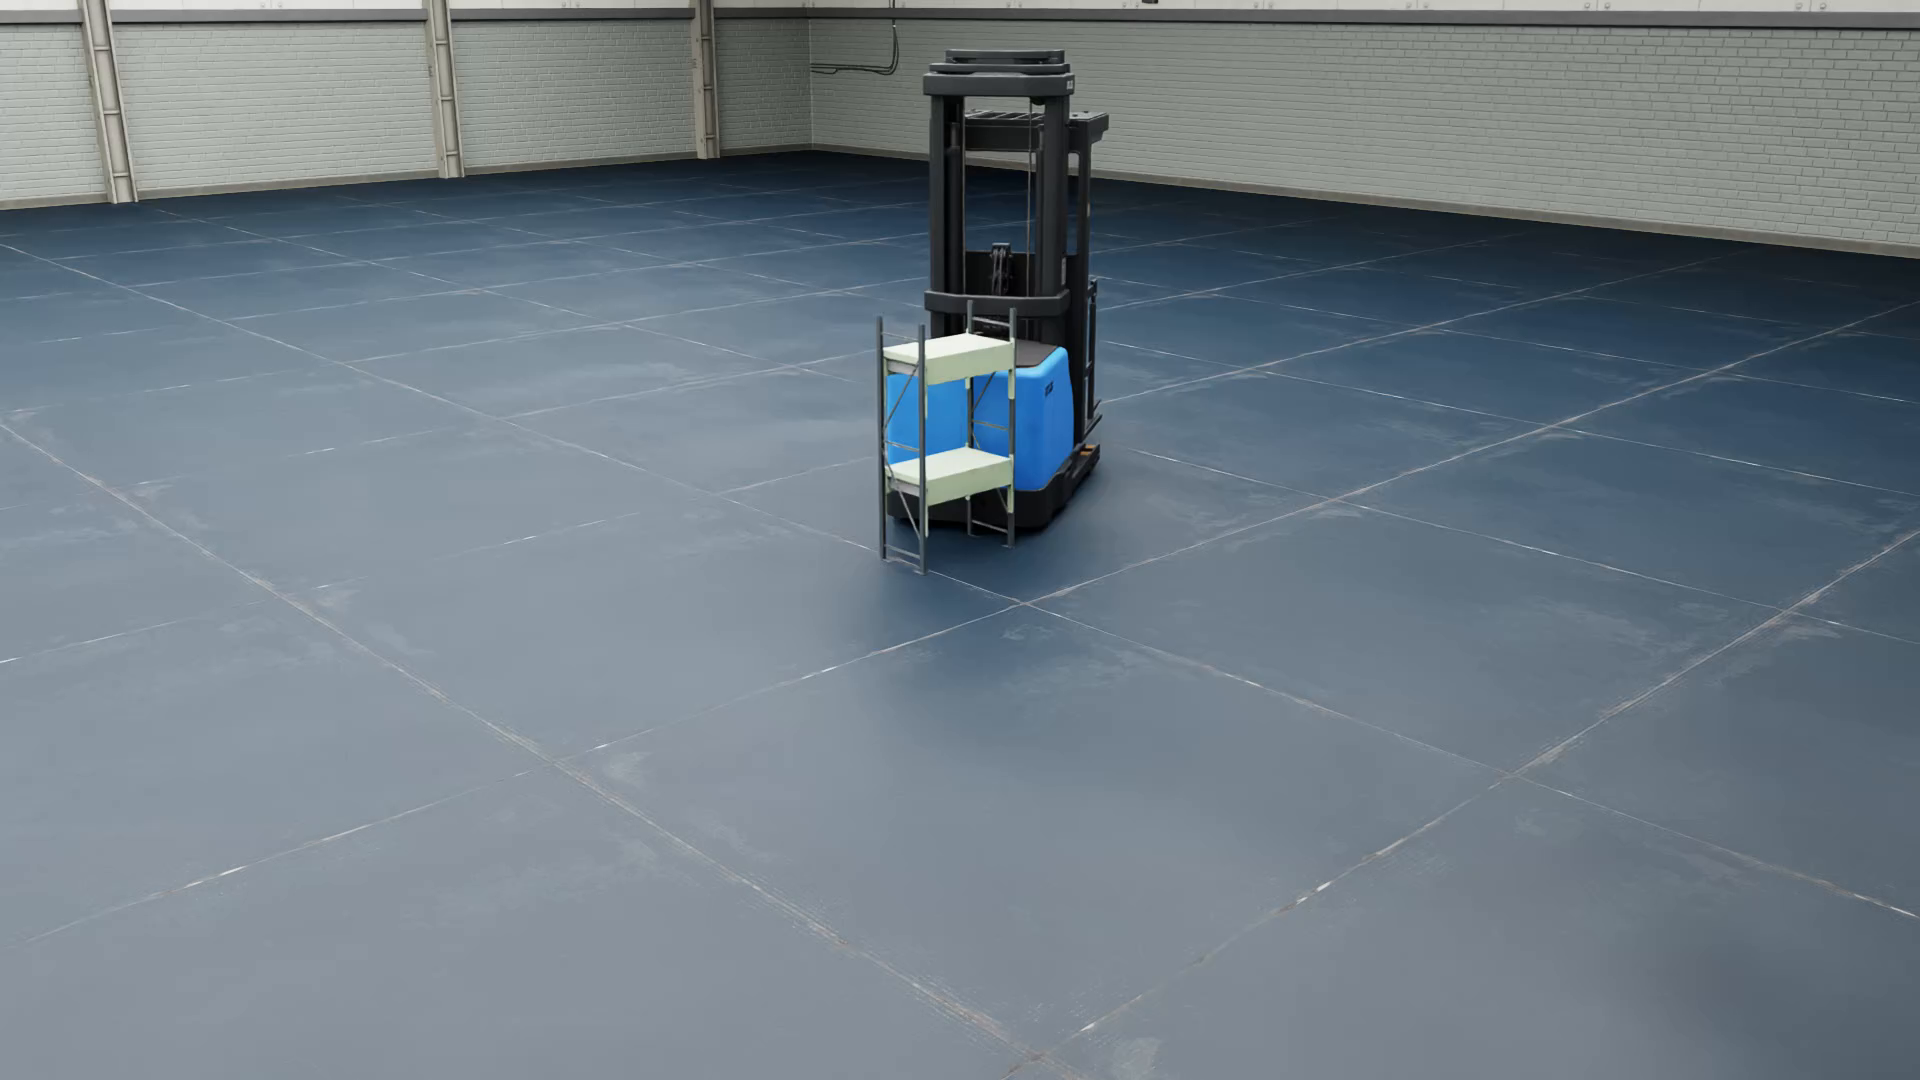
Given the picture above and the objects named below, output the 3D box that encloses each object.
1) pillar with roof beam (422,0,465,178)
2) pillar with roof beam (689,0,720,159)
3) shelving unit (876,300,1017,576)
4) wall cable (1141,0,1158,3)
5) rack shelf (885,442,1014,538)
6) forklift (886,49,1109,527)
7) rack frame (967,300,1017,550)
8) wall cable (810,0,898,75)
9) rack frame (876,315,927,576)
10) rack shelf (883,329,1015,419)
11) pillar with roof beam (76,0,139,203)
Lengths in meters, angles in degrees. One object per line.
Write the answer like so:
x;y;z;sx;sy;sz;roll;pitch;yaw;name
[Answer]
-6.847;-10.313;27.703;0.400;9.000;9.100;-16;24;-41;pillar with roof beam
-2.487;-11.585;31.624;0.400;9.000;9.100;-16;24;-41;pillar with roof beam
-0.076;-0.622;9.973;0.755;1.500;0.431;-16;24;-41;shelving unit
4.115;-12.364;28.515;0.169;6.003;2.305;-16;24;-41;wall cable
-0.076;-0.312;10.073;0.720;0.370;0.431;-16;24;-41;rack shelf
0.397;-1.890;11.562;1.130;2.935;3.031;5;19;14;forklift
0.190;-0.700;10.211;0.023;1.500;0.400;-16;24;-41;rack frame
-2.396;-11.400;36.090;0.112;2.526;3.097;-16;24;-41;wall cable
-0.343;-0.545;9.734;0.023;1.500;0.400;-16;24;-41;rack frame
-0.076;-0.994;9.852;0.720;0.370;0.431;-16;24;-41;rack shelf
-11.206;-9.042;23.782;0.400;9.000;9.100;-16;24;-41;pillar with roof beam
